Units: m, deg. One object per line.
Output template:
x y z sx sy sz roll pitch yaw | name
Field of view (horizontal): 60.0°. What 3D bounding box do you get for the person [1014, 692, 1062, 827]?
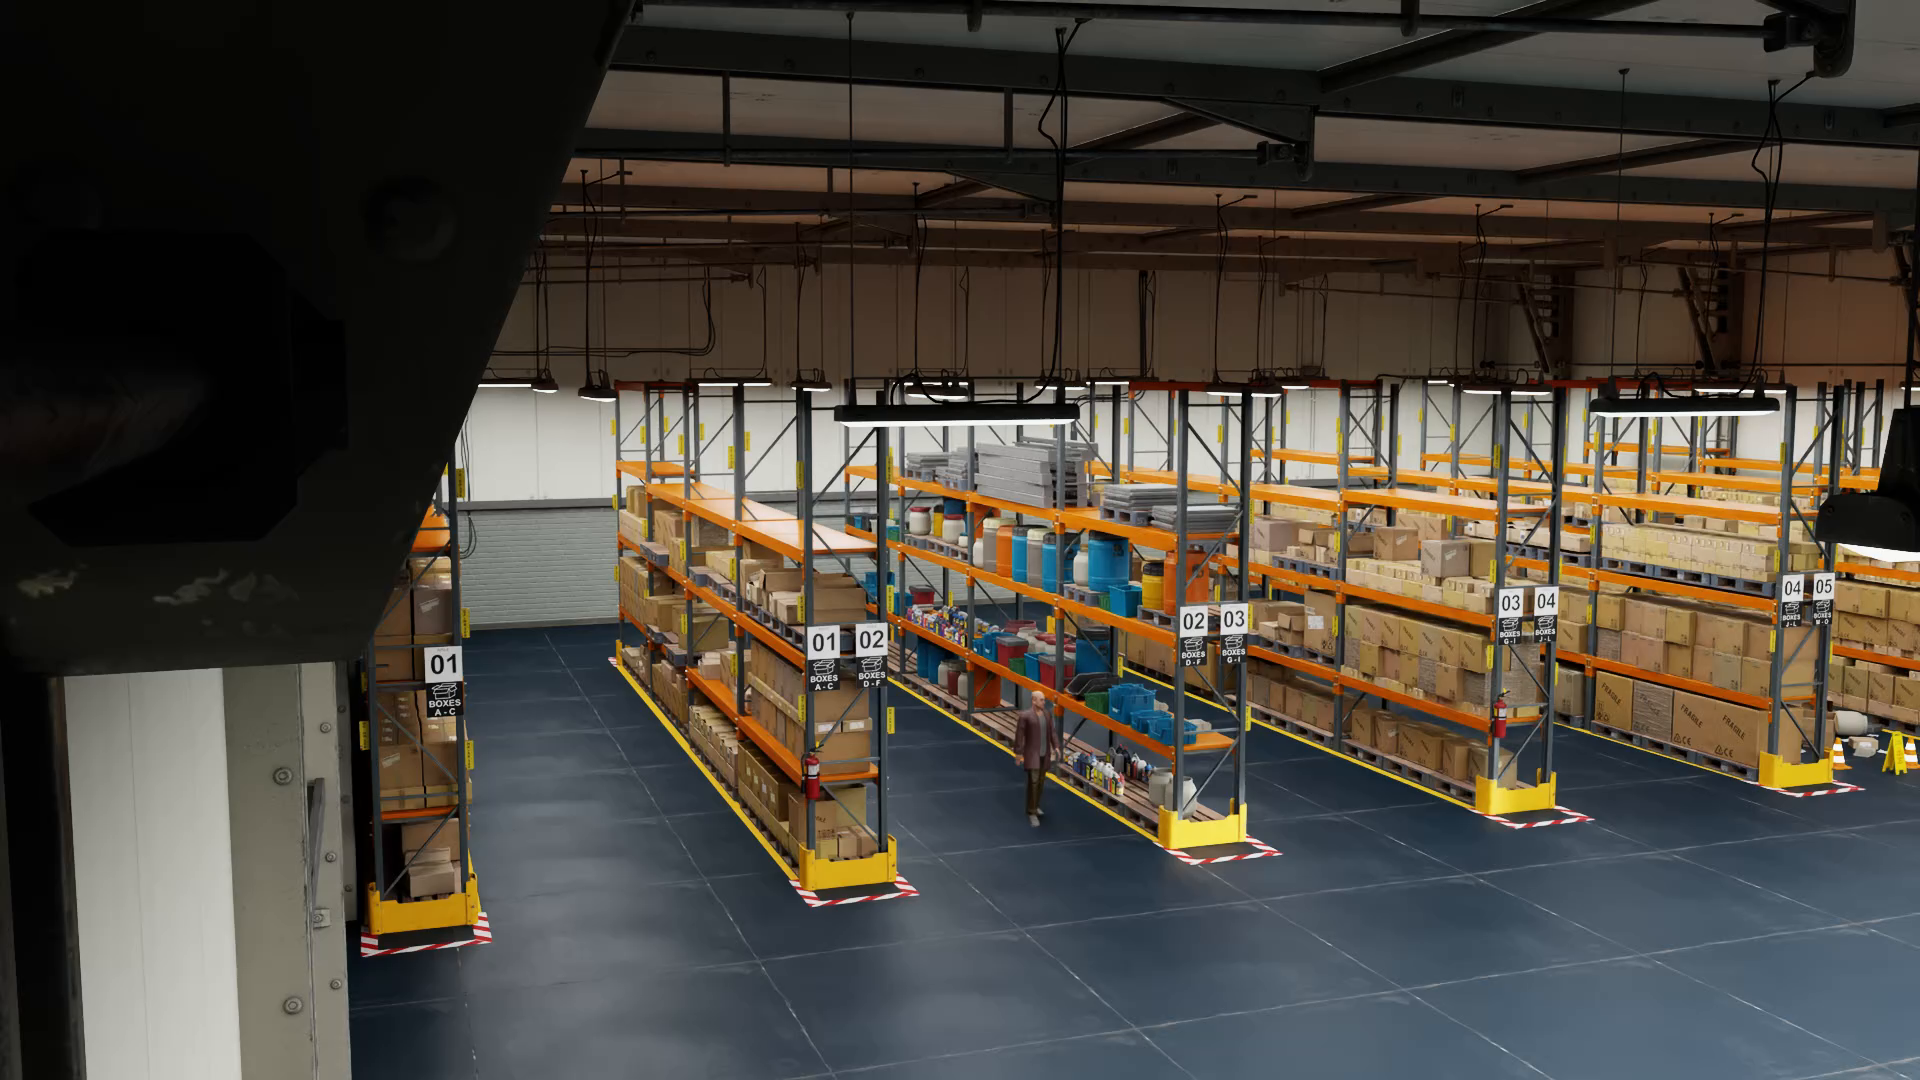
1.089 3.006 23.103 0.757 1.773 0.711 5 8 40 | person
